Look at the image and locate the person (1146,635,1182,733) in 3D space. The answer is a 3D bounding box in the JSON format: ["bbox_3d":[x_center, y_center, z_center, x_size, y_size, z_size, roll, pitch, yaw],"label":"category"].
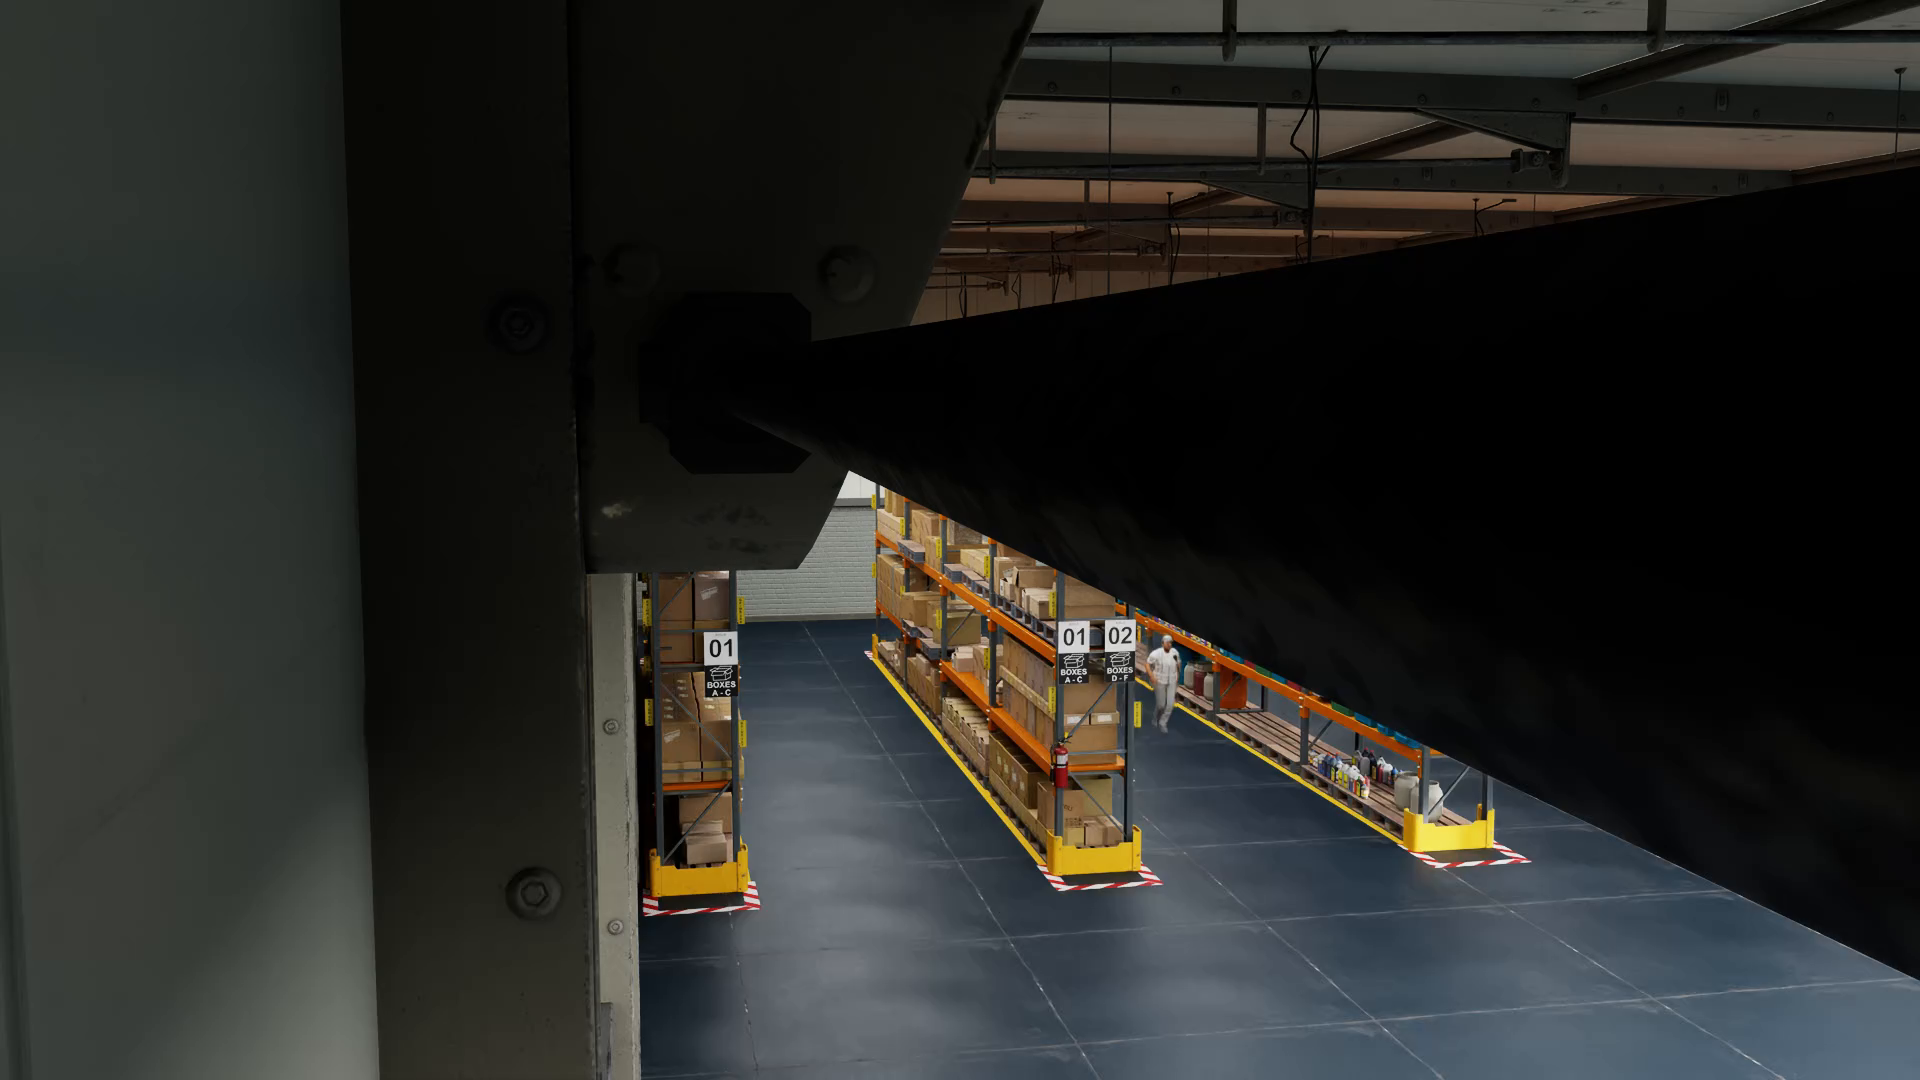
[{"bbox_3d":[3.434,2.388,27.893,0.624,1.621,0.500,-1,6,-13],"label":"person"}]

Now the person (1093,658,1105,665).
[{"bbox_3d":[2.648,1.955,32.777,0.672,1.805,0.836,-2,6,-16],"label":"person"}]
